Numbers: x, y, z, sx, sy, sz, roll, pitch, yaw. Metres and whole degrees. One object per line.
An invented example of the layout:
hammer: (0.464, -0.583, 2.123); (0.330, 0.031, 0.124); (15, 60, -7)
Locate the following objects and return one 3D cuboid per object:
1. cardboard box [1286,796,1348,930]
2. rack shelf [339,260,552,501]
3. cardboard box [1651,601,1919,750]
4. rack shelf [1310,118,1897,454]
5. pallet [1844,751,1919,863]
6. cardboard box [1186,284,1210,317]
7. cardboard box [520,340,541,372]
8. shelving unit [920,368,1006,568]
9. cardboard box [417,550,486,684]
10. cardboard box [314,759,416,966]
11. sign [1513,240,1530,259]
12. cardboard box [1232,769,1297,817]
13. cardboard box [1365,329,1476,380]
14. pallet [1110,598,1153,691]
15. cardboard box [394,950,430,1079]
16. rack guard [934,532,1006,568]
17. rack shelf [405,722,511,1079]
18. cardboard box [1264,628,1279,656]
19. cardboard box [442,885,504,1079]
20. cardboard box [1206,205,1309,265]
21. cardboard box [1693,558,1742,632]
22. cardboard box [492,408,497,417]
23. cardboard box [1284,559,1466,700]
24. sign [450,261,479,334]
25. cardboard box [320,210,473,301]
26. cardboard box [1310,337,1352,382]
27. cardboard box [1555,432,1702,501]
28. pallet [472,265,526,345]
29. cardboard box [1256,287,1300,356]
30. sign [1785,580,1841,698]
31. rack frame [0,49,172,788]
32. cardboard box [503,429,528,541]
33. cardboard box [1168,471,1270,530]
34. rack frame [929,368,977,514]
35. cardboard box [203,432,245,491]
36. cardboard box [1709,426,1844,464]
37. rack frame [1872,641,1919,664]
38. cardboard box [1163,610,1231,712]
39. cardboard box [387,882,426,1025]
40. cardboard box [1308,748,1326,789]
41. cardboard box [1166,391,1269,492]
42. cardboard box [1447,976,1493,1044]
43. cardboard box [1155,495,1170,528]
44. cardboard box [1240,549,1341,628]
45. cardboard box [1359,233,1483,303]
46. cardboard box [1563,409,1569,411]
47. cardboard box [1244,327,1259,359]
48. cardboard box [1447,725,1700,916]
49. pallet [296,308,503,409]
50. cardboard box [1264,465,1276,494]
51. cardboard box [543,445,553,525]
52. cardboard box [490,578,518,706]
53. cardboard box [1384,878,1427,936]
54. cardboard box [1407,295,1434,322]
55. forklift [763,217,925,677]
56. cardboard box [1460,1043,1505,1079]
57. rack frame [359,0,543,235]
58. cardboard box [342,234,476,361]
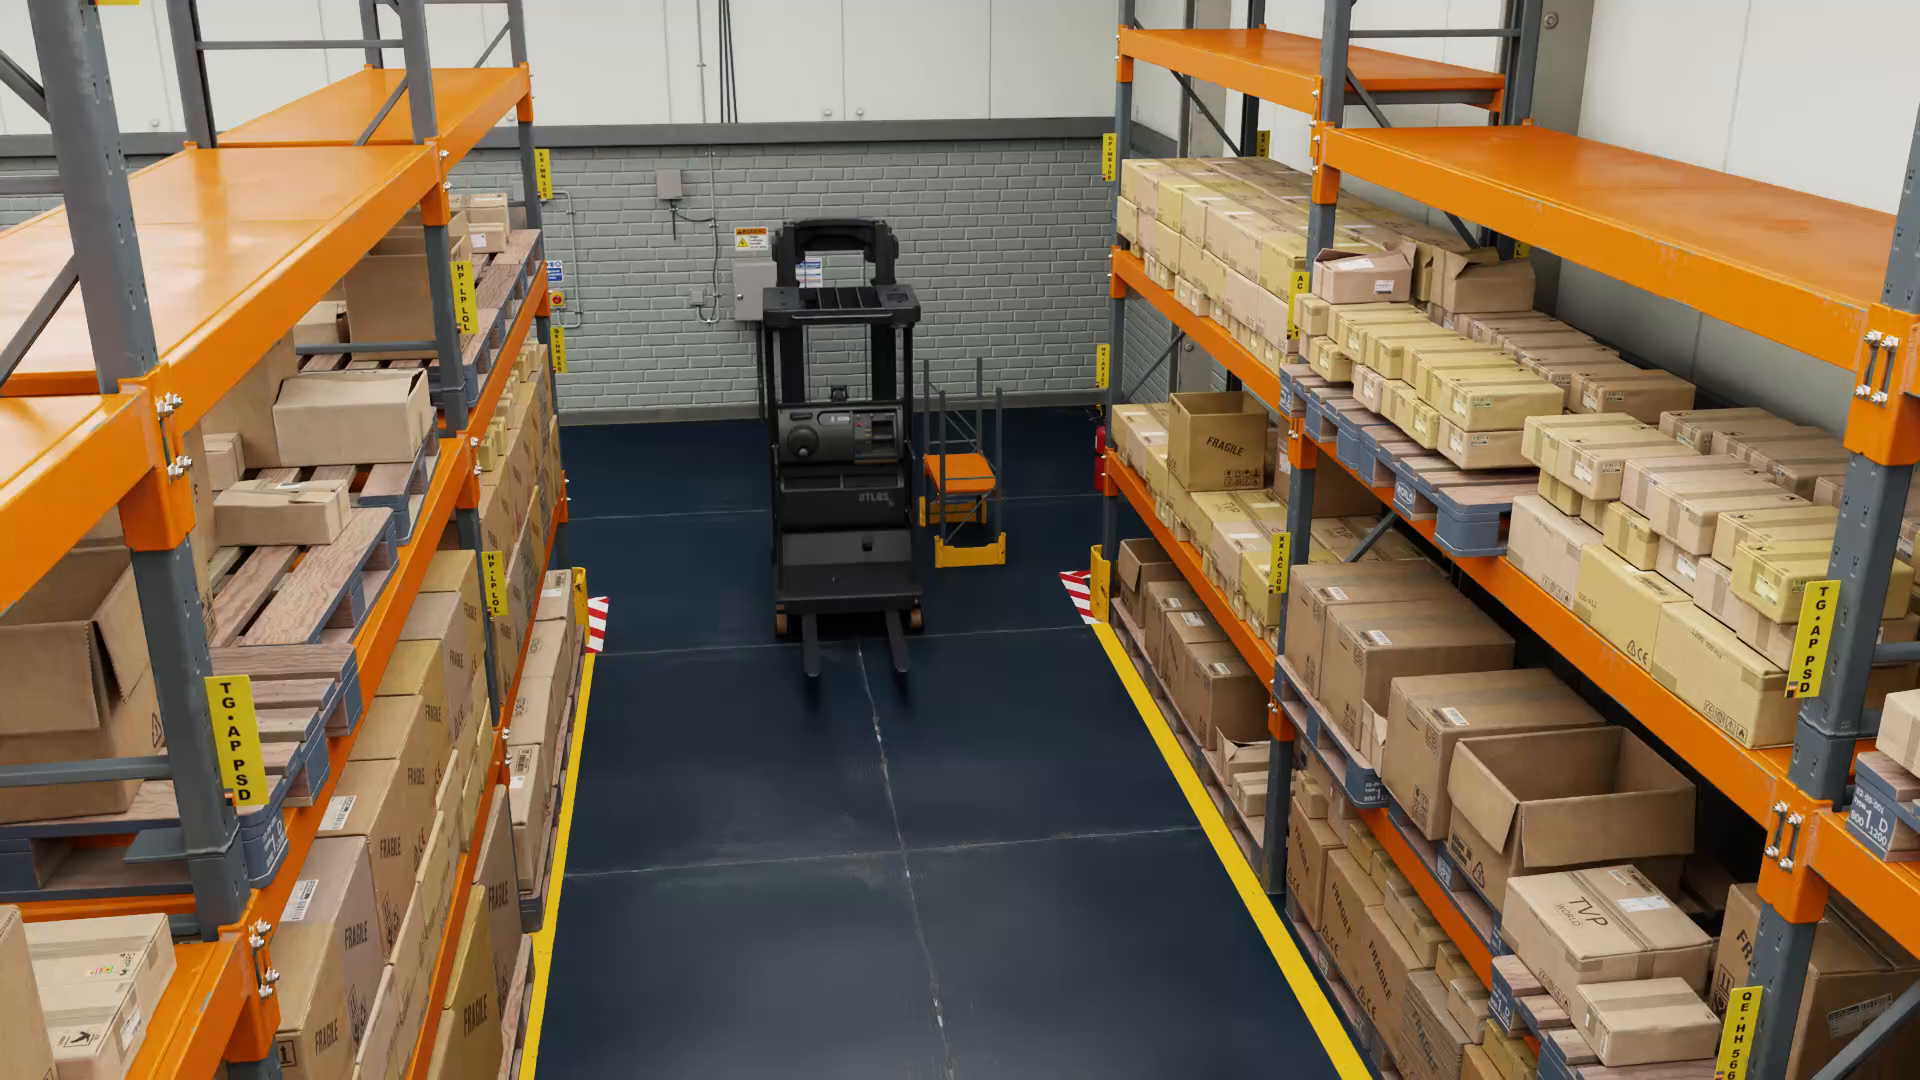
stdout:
cardboard box: (2.009, 1.647, 8.567); (0.500, 0.500, 0.500); (-2, 21, -5)
rack shelf: (-3.038, -1.016, 9.463); (1.077, 0.370, 4.000); (-3, 21, -8)
cardboard box: (2.424, 0.378, 4.918); (0.500, 0.250, 0.500); (-4, 21, -10)
rack shelf: (2.450, -1.100, 5.974); (1.077, 0.370, 4.000); (-3, 21, -8)
pallet: (2.925, 0.792, 3.865); (1.213, 0.211, 1.003); (-2, 21, -5)
cardboard box: (1.567, -1.435, 9.918); (0.380, 0.149, 0.250); (-2, 21, -7)
cardboard box: (-2.895, -1.173, 10.645); (0.380, 0.149, 0.250); (-3, 21, -8)
shelving unit: (0.011, -0.676, 13.957); (0.587, 1.500, 1.083); (-3, 21, -8)
cardboard box: (-2.436, 0.372, 7.436); (0.500, 0.500, 0.500); (-2, 21, -6)
cardboard box: (-2.142, 1.081, 5.538); (0.500, 0.500, 0.500); (-2, 21, -6)
sign: (2.711, -1.368, 8.076); (0.100, 0.325, 0.005); (-3, 21, -8)
cardboard box: (1.791, 1.454, 9.584); (0.380, 0.149, 0.250); (-4, 21, -9)
cardboard box: (1.938, -0.785, 7.008); (0.380, 0.149, 0.250); (-3, 21, -9)
pallet: (1.712, 0.717, 12.069); (1.003, 0.211, 1.213); (-3, 21, -8)
cardboard box: (-2.156, 1.659, 5.775); (0.500, 0.250, 0.500); (-2, 21, -6)
rack guard: (0.083, 0.082, 13.714); (0.587, 0.250, 0.087); (-3, 21, -8)
rack shelf: (-2.461, 1.775, 6.280); (1.077, 0.370, 4.000); (-3, 21, -8)
cardboard box: (1.866, 0.513, 8.987); (0.380, 0.149, 0.250); (-3, 21, -7)
cardboard box: (-2.443, 2.067, 6.906); (0.875, 0.875, 0.875); (-2, 21, -6)
cardboard box: (1.704, -1.729, 9.419); (0.500, 0.250, 0.500); (-3, 21, -7)
cardboard box: (2.431, 0.155, 4.945); (0.380, 0.149, 0.250); (-3, 21, -9)
cardboard box: (-2.772, -0.636, 9.207); (0.380, 0.149, 0.250); (-3, 21, -8)
cardboard box: (2.010, 0.429, 8.112); (0.700, 0.500, 0.500); (-2, 21, -6)
sign: (-2.214, -1.080, 7.420); (0.100, 0.325, 0.005); (-3, 21, -8)
cardboard box: (-2.975, -1.417, 8.620); (0.797, 0.503, 0.637); (-1, 21, -4)
cardboard box: (1.814, -0.823, 7.535); (0.380, 0.149, 0.250); (-3, 21, -7)
cardboard box: (2.248, -0.249, 5.602); (0.380, 0.149, 0.250); (-3, 21, -9)
pallet: (-3.029, -1.324, 9.387); (1.003, 0.211, 1.213); (-3, 21, -8)
cardboard box: (1.845, -1.135, 8.545); (0.500, 0.250, 0.500); (-3, 21, -8)
sign: (2.201, 0.258, 4.287); (0.100, 0.325, 0.005); (-3, 21, -8)
rack frame: (-2.169, -0.680, 3.251); (0.949, 2.616, 0.053); (-3, 21, -8)
cardboard box: (-2.708, -0.300, 9.235); (0.500, 0.500, 0.500); (-3, 21, -7)
cardboard box: (1.628, -0.264, 10.499); (0.500, 0.250, 0.500); (-3, 21, -9)
rack frame: (-0.059, -0.849, 14.420); (0.475, 1.308, 0.013); (-3, 21, -8)
cardboard box: (-2.913, -0.292, 6.231); (0.380, 0.166, 0.250); (-4, 21, -11)
cardboard box: (2.803, -0.277, 5.676); (0.380, 0.149, 0.250); (-3, 21, -8)
rack frame: (2.735, -0.932, 3.924); (0.949, 2.616, 0.053); (-3, 21, -8)
cardboard box: (1.642, 0.785, 10.873); (0.500, 0.500, 0.500); (-3, 21, -7)
cardboard box: (-2.134, 1.426, 5.685); (0.500, 0.250, 0.500); (-3, 21, -8)
cardboard box: (2.010, 1.159, 8.520); (0.380, 0.149, 0.250); (-3, 21, -9)
cardboard box: (1.601, -0.622, 10.386); (0.500, 0.500, 0.500); (-2, 21, -6)
cardboard box: (2.253, 1.930, 6.881); (0.380, 0.149, 0.250); (-4, 21, -10)
cardboard box: (1.498, -0.198, 10.891); (0.380, 0.149, 0.250); (-4, 21, -9)
cardboard box: (1.847, 0.260, 9.095); (0.500, 0.250, 0.500); (-2, 21, -6)
cardboard box: (2.372, -1.401, 8.541); (0.500, 0.250, 0.500); (-3, 21, -8)
cardboard box: (2.551, -0.491, 6.647); (0.380, 0.149, 0.250); (-3, 21, -8)
cardboard box: (1.756, -1.082, 8.972); (0.380, 0.149, 0.250); (-2, 21, -6)
cardboard box: (2.320, 1.077, 6.371); (0.797, 0.503, 0.637); (-3, 21, -9)
pallet: (-2.857, -0.902, 8.259); (1.003, 0.211, 1.213); (-3, 21, -8)
cardboard box: (2.129, -0.283, 10.551); (0.500, 0.250, 0.500); (-3, 21, -8)
cardboard box: (-2.937, -0.358, 10.820); (0.500, 0.500, 0.500); (-3, 21, -9)
cardboard box: (-2.558, 0.523, 8.461); (0.500, 0.500, 0.500); (-2, 21, -6)
cardboard box: (2.167, 1.664, 7.592); (0.380, 0.149, 0.250); (-3, 21, -8)
cardboard box: (2.321, -1.079, 7.796); (0.380, 0.149, 0.250); (-3, 21, -9)
forklift: (-0.862, -0.787, 12.208); (1.130, 2.935, 3.031); (-2, 21, -6)
cardboard box: (2.325, 2.362, 6.651); (0.500, 0.500, 0.500); (-2, 21, -5)
rack frame: (-3.326, -3.450, 10.667); (1.000, 3.000, 0.127); (-3, 21, -8)
cardboard box: (-2.626, -1.165, 7.949); (0.500, 0.500, 0.500); (-3, 21, -7)
